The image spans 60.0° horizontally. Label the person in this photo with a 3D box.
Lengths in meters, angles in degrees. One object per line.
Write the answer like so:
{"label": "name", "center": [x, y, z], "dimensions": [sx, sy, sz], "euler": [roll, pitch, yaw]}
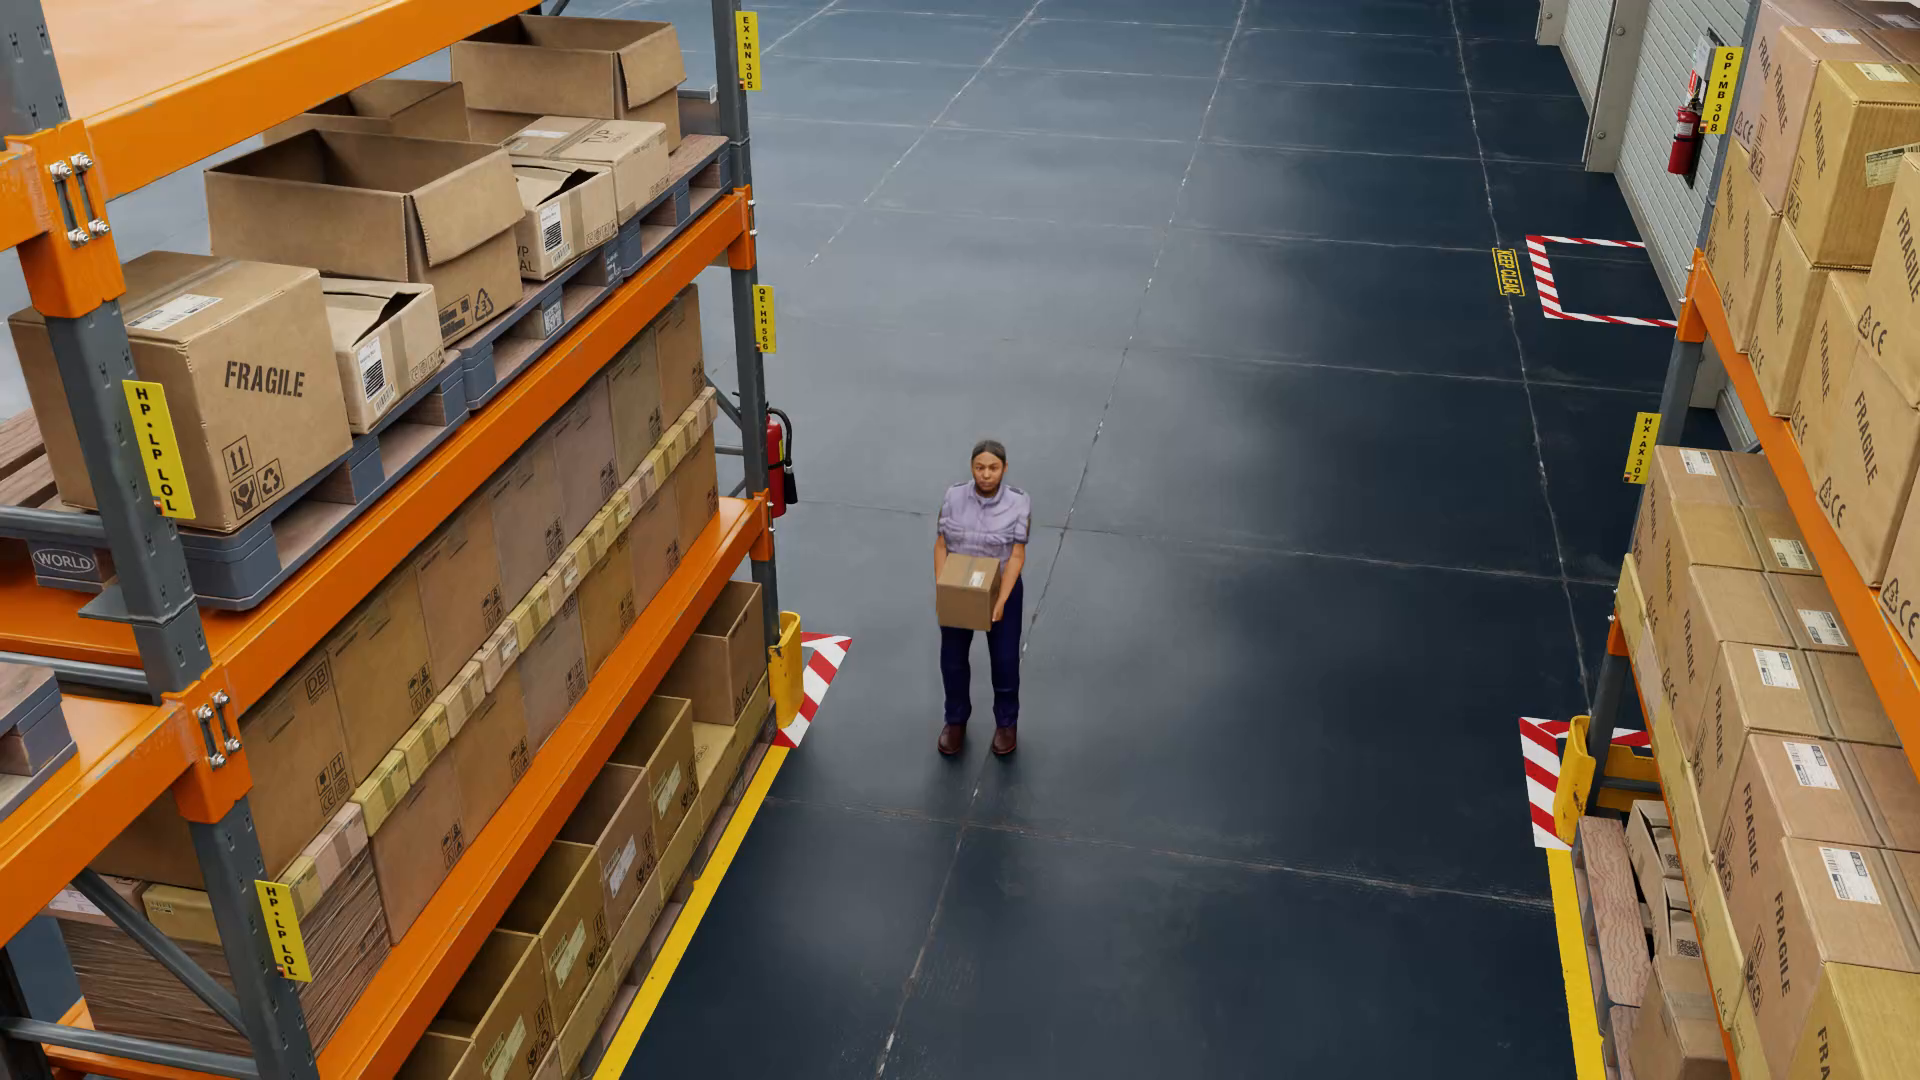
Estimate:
{"label": "person", "center": [0.091, 0.314, 8.073], "dimensions": [0.453, 1.636, 0.524], "euler": [6, 30, 12]}
